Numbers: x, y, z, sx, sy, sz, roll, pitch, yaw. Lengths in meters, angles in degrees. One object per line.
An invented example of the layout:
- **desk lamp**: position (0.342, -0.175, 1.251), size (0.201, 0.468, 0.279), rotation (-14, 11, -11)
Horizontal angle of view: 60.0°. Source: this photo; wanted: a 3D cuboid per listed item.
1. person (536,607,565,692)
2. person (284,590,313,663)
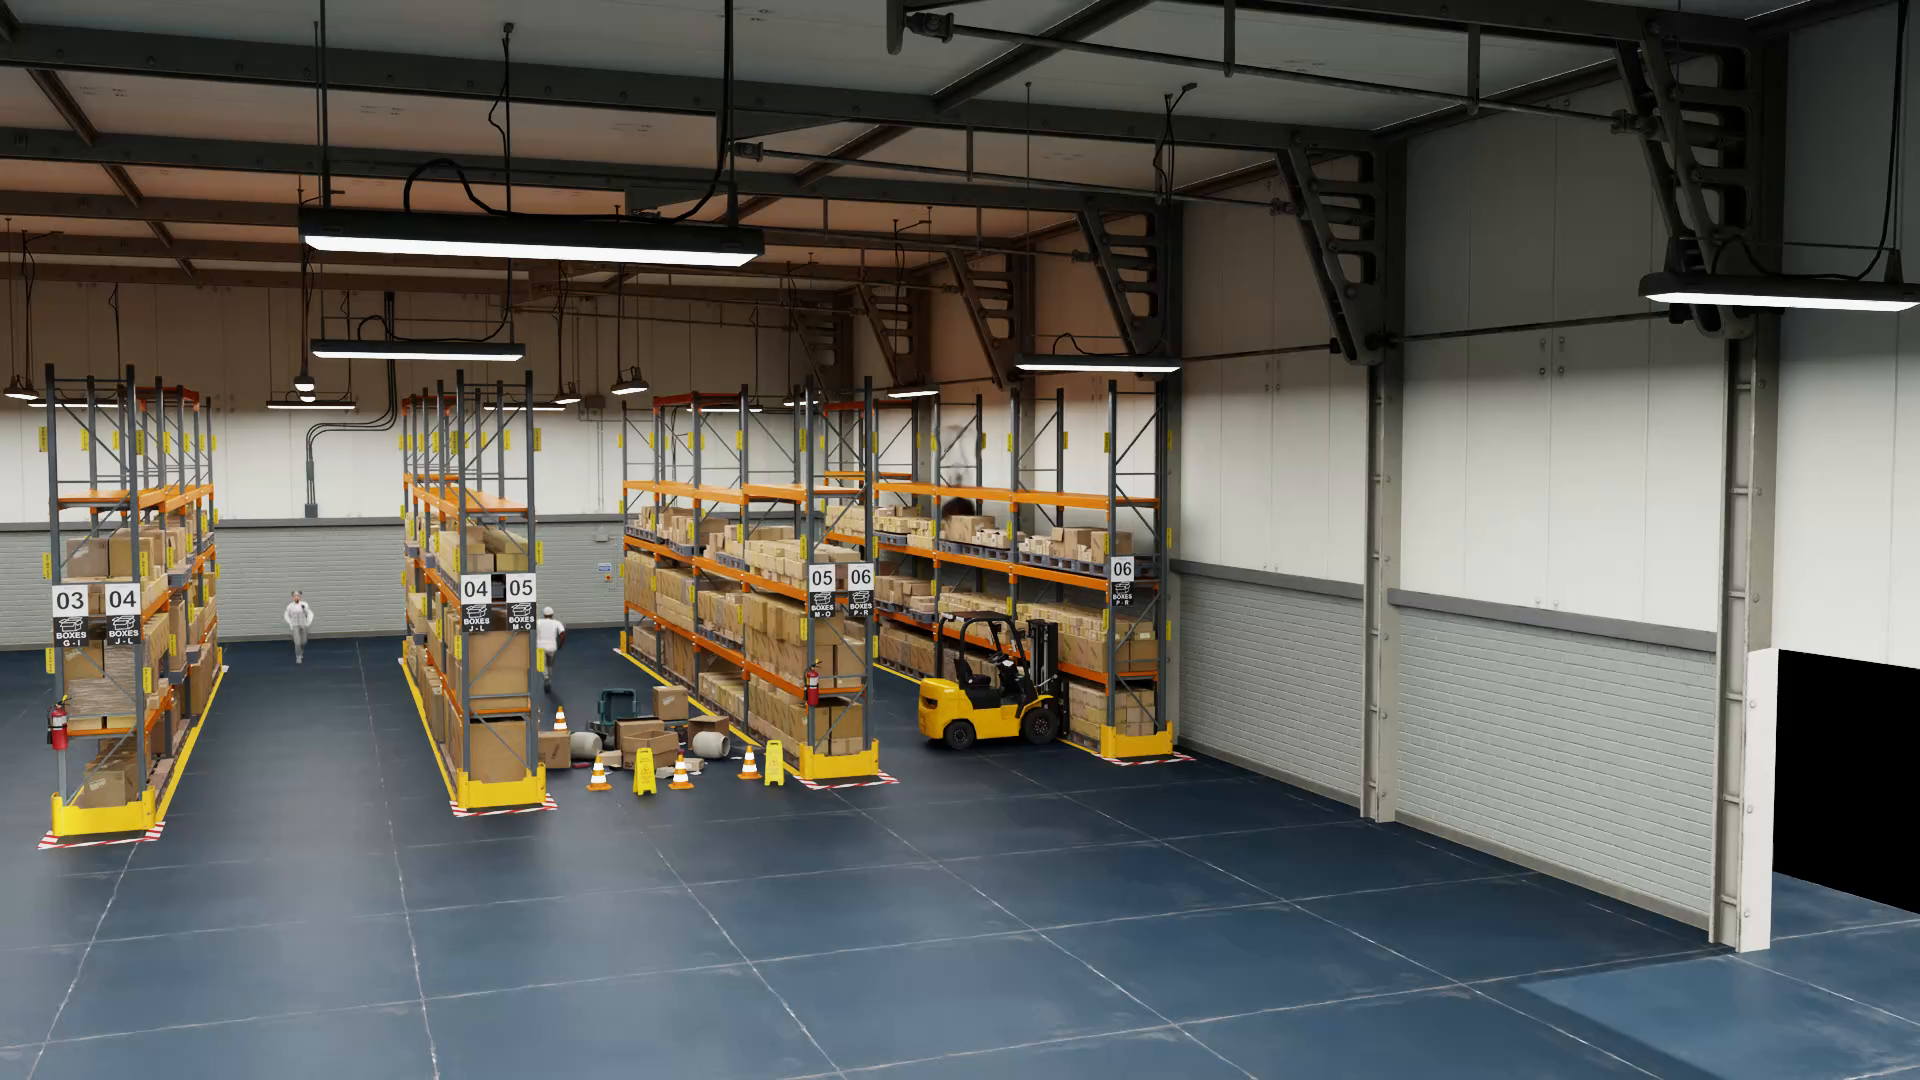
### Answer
- **person**: position (-8.200, 2.222, 33.034), size (0.699, 1.754, 1.049), rotation (-1, 3, -16)
- **person**: position (-15.084, 1.966, 37.923), size (0.619, 1.668, 0.510), rotation (-2, 4, -25)
